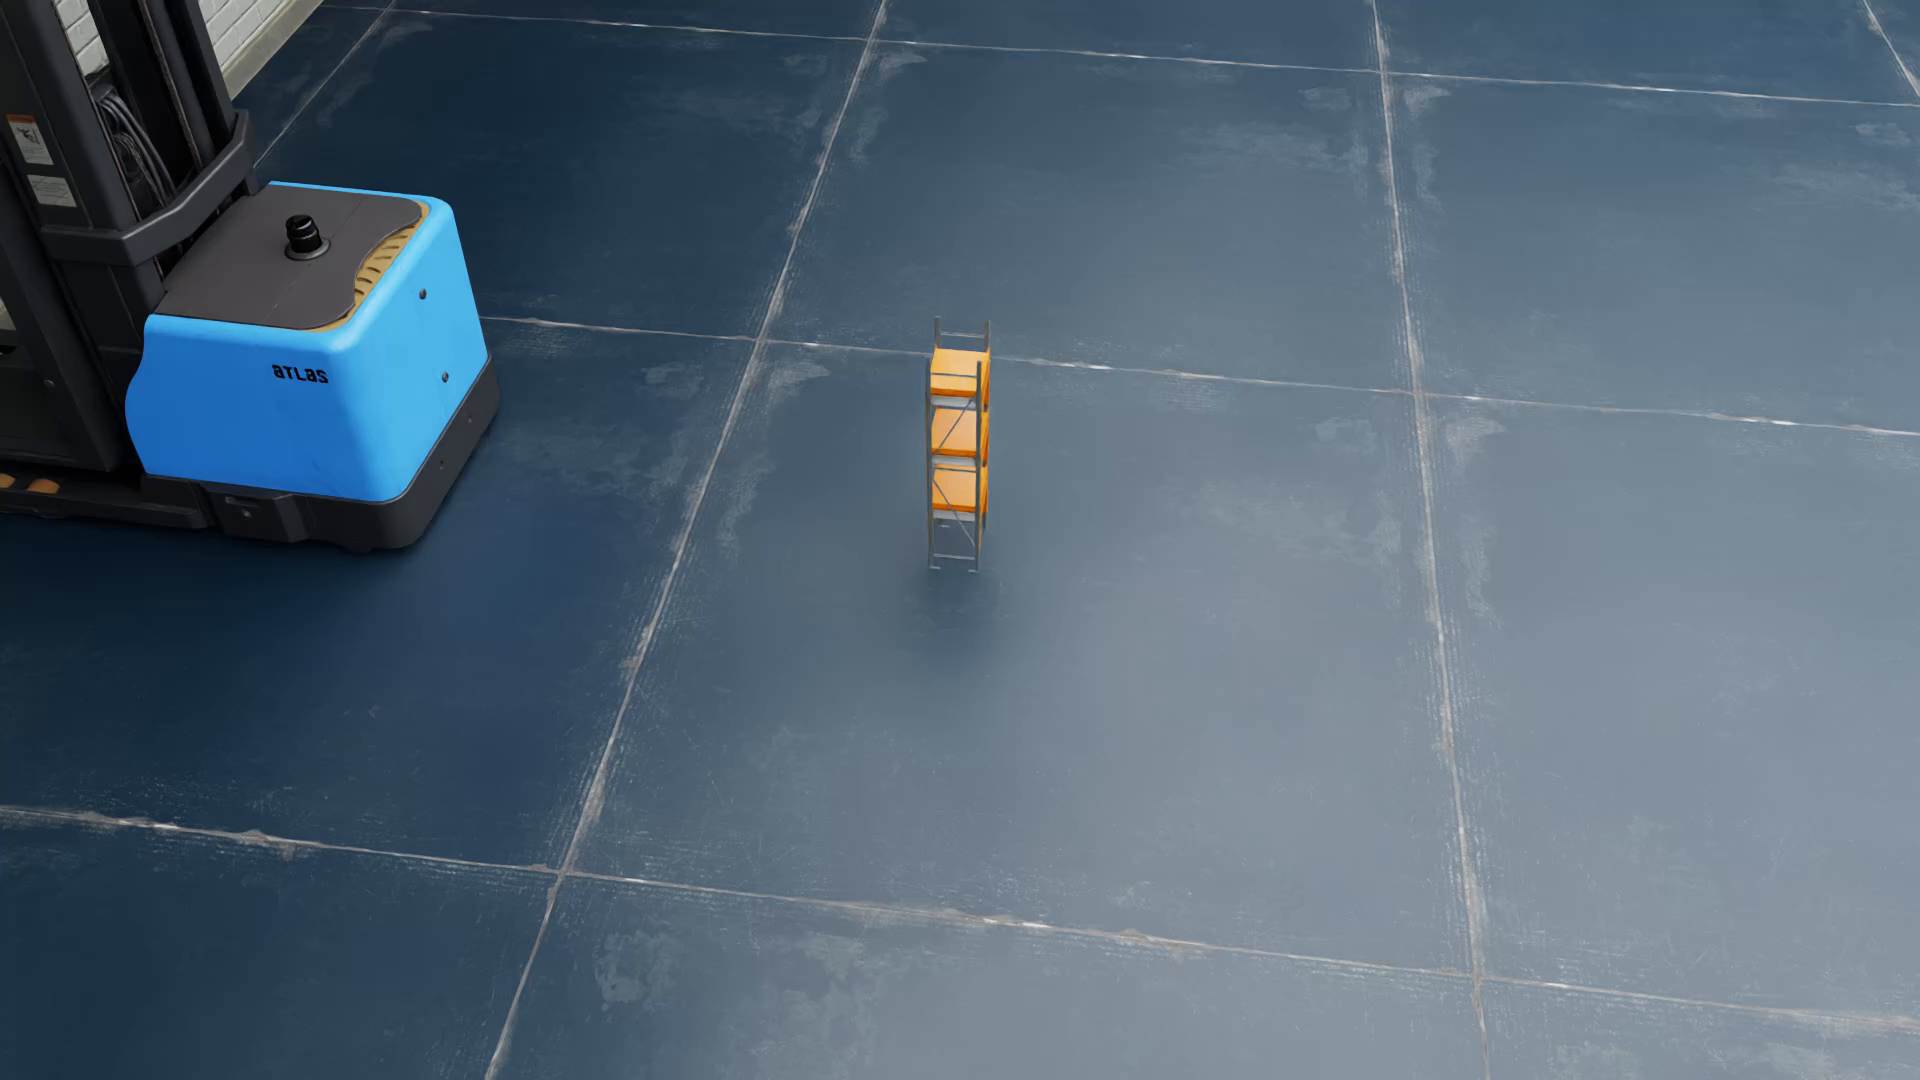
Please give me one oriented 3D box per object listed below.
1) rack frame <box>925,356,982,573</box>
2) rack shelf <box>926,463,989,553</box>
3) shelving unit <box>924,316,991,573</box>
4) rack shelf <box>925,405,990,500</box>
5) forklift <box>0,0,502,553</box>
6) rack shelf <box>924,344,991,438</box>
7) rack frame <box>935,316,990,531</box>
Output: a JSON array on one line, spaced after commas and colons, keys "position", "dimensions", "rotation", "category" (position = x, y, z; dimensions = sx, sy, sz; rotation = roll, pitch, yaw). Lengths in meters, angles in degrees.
[{"position": [-0.023, -0.262, 6.263], "dimensions": [0.200, 1.050, 0.008], "rotation": [5, 44, 6], "category": "rack frame"}, {"position": [-0.007, -0.135, 6.549], "dimensions": [0.215, 0.259, 0.240], "rotation": [5, 44, 6], "category": "rack shelf"}, {"position": [-0.007, -0.345, 6.351], "dimensions": [0.215, 1.050, 0.252], "rotation": [5, 44, 6], "category": "shelving unit"}, {"position": [-0.007, -0.337, 6.358], "dimensions": [0.215, 0.259, 0.240], "rotation": [5, 44, 6], "category": "rack shelf"}, {"position": [-3.574, -1.502, 6.205], "dimensions": [3.031, 2.935, 1.130], "rotation": [7, 44, 7], "category": "forklift"}, {"position": [-0.007, -0.543, 6.163], "dimensions": [0.215, 0.259, 0.240], "rotation": [5, 44, 6], "category": "rack shelf"}, {"position": [0.009, -0.428, 6.438], "dimensions": [0.200, 1.050, 0.008], "rotation": [5, 44, 6], "category": "rack frame"}]
